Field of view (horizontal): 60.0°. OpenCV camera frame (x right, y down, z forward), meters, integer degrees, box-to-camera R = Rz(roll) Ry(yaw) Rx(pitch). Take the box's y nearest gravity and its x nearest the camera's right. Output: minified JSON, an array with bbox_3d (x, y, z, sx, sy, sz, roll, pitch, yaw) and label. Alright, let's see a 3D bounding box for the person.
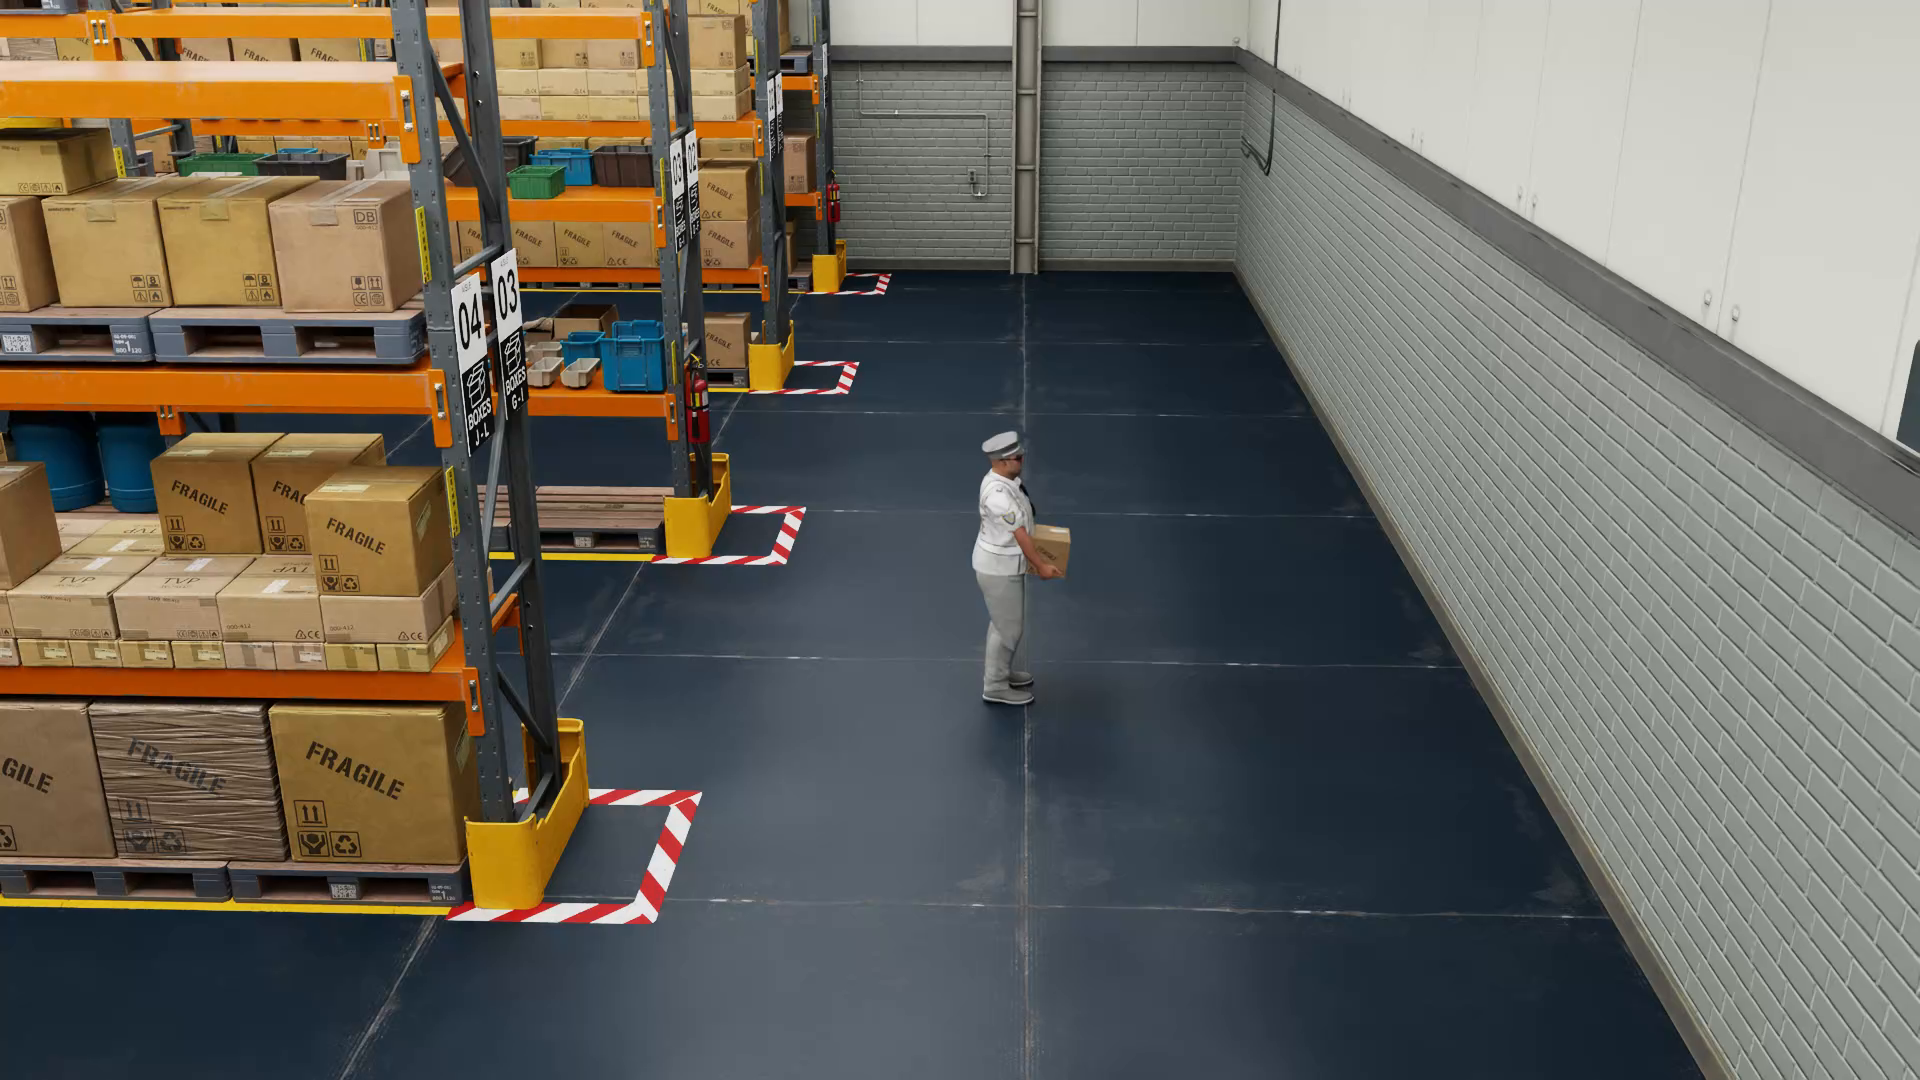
[{"bbox_3d":[0.361,0.164,10.616,0.565,1.772,0.490,0,21,1],"label":"person"}]
